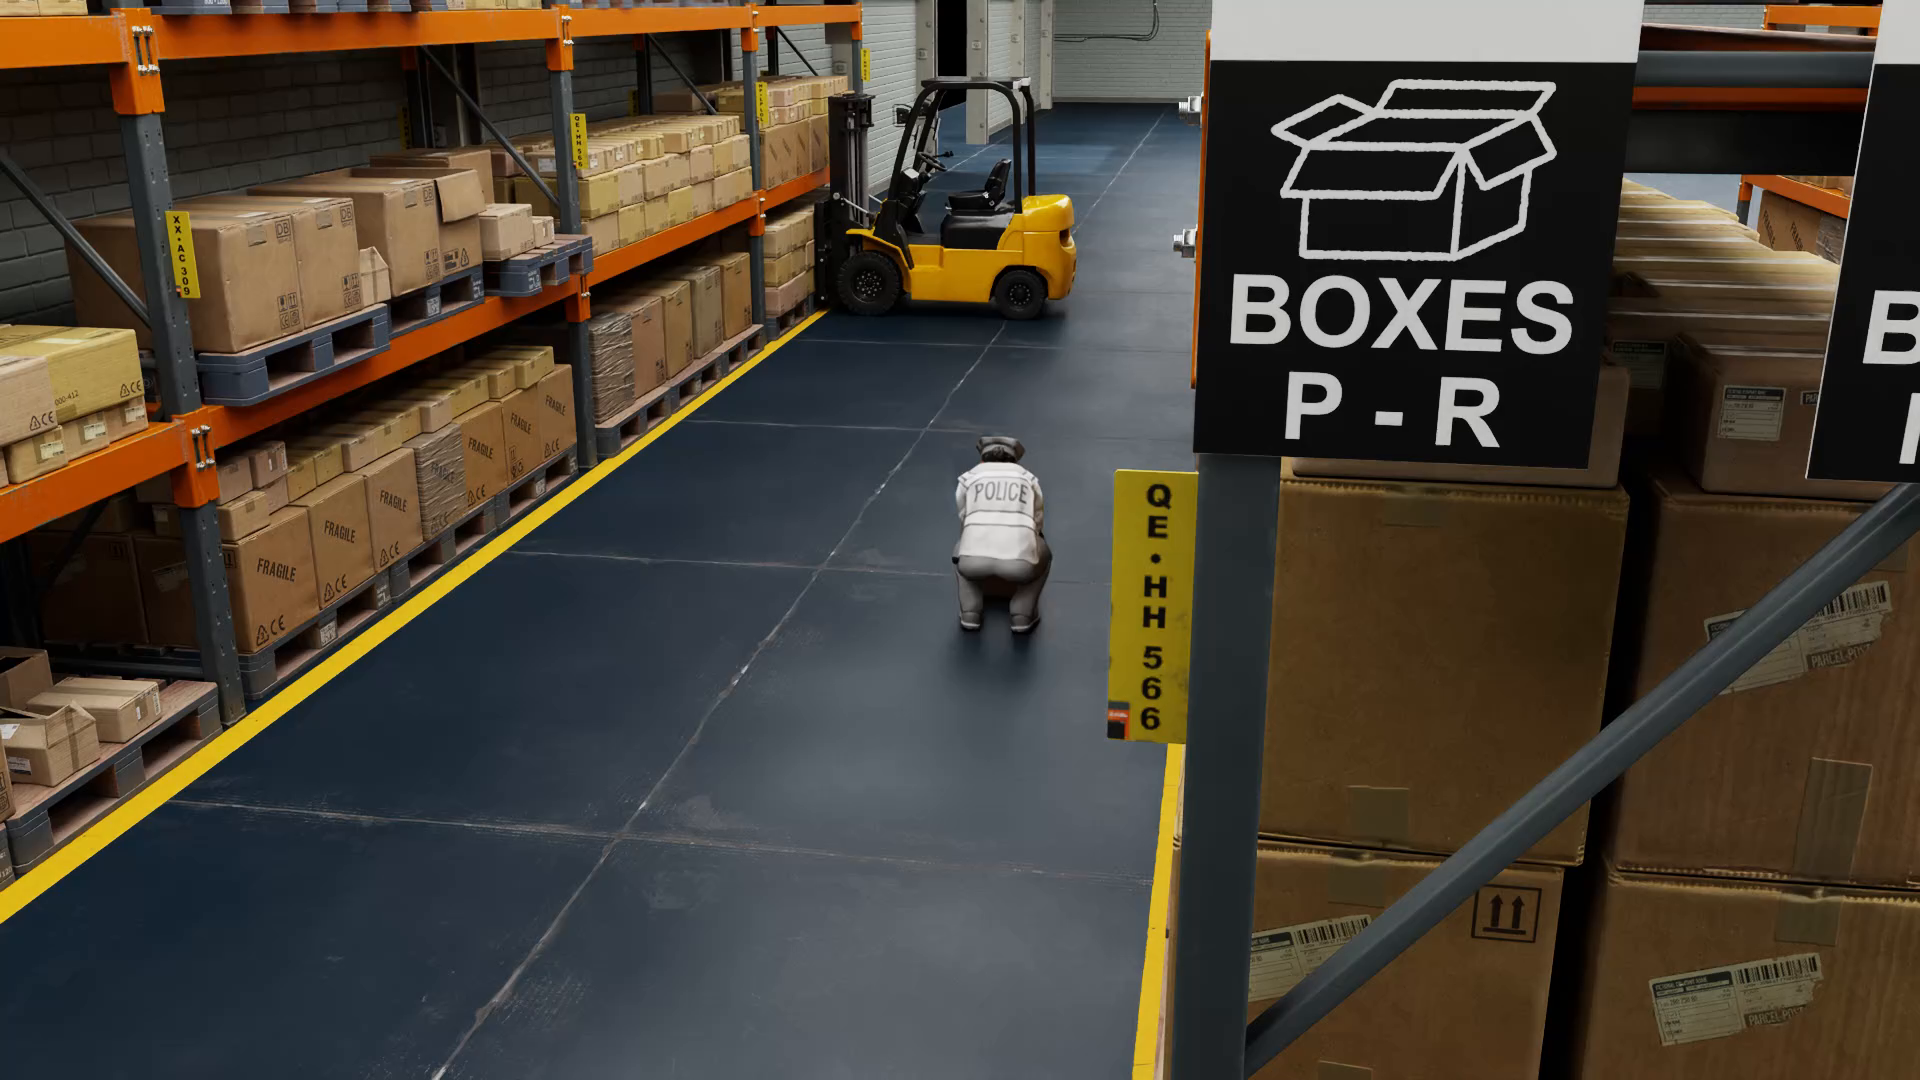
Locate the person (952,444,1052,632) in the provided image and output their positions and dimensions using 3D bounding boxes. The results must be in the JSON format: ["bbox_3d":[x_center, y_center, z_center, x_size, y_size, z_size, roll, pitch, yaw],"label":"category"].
[{"bbox_3d":[0.204,0.017,8.062,0.477,0.853,0.893,3,18,8],"label":"person"}]
